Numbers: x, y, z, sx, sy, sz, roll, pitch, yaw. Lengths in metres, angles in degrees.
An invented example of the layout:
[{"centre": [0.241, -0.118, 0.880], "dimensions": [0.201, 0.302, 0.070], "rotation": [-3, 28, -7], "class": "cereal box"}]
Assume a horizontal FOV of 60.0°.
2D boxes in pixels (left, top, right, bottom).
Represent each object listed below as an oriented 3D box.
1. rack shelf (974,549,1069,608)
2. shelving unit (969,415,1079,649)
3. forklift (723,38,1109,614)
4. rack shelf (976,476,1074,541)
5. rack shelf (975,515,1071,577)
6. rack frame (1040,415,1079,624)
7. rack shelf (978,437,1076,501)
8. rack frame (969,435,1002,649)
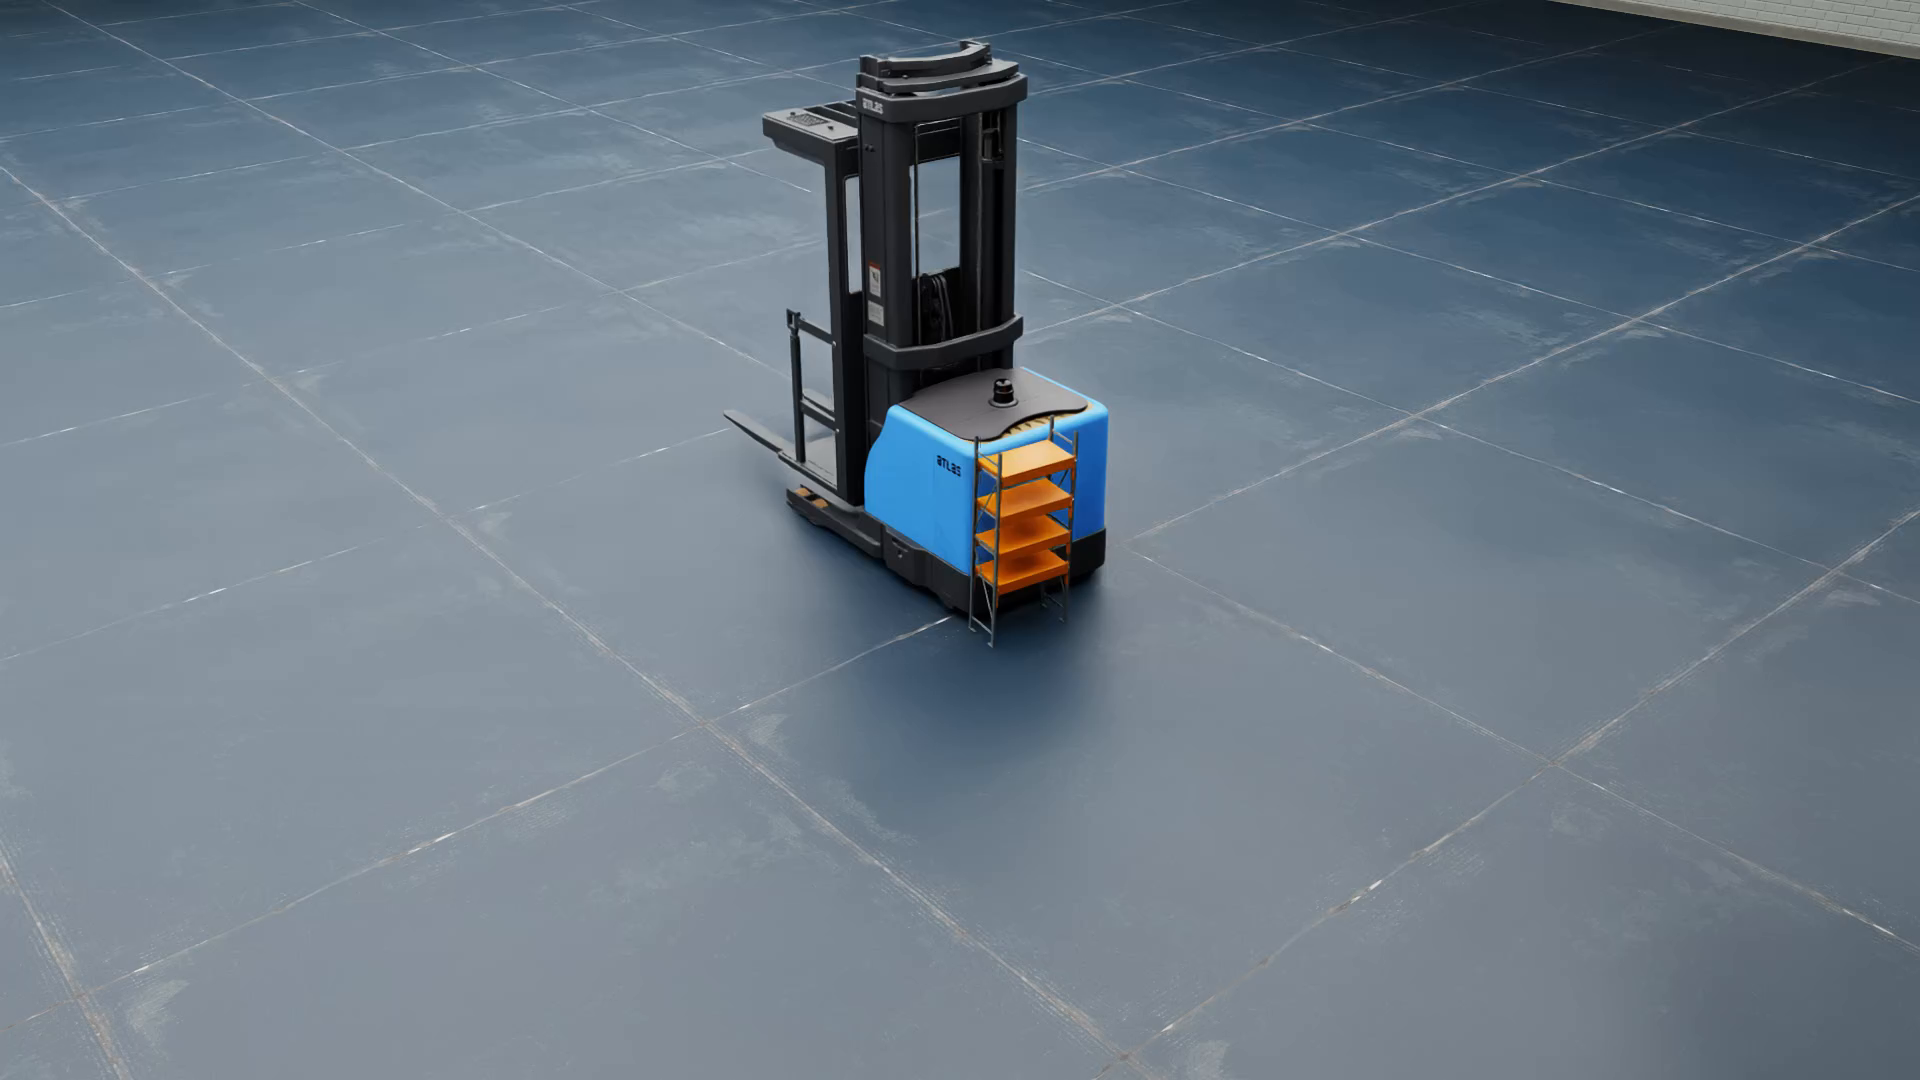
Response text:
[{"centre": [0.333, 0.191, 9.171], "dimensions": [0.480, 0.148, 0.258], "rotation": [-17, 35, -29], "class": "rack shelf"}, {"centre": [0.339, -0.039, 9.038], "dimensions": [0.503, 1.200, 0.258], "rotation": [-17, 35, -29], "class": "shelving unit"}, {"centre": [-0.441, -1.511, 9.968], "dimensions": [1.130, 2.935, 3.031], "rotation": [-20, 34, -33], "class": "forklift"}, {"centre": [0.342, -0.174, 8.960], "dimensions": [0.480, 0.148, 0.258], "rotation": [-17, 35, -29], "class": "rack shelf"}, {"centre": [0.337, 0.020, 9.072], "dimensions": [0.480, 0.148, 0.258], "rotation": [-17, 35, -29], "class": "rack shelf"}, {"centre": [0.543, -0.102, 9.156], "dimensions": [0.015, 1.200, 0.240], "rotation": [-17, 35, -29], "class": "rack frame"}, {"centre": [0.347, -0.379, 8.842], "dimensions": [0.480, 0.148, 0.258], "rotation": [-17, 35, -29], "class": "rack shelf"}, {"centre": [0.134, 0.024, 8.921], "dimensions": [0.015, 1.200, 0.240], "rotation": [-17, 35, -29], "class": "rack frame"}]
